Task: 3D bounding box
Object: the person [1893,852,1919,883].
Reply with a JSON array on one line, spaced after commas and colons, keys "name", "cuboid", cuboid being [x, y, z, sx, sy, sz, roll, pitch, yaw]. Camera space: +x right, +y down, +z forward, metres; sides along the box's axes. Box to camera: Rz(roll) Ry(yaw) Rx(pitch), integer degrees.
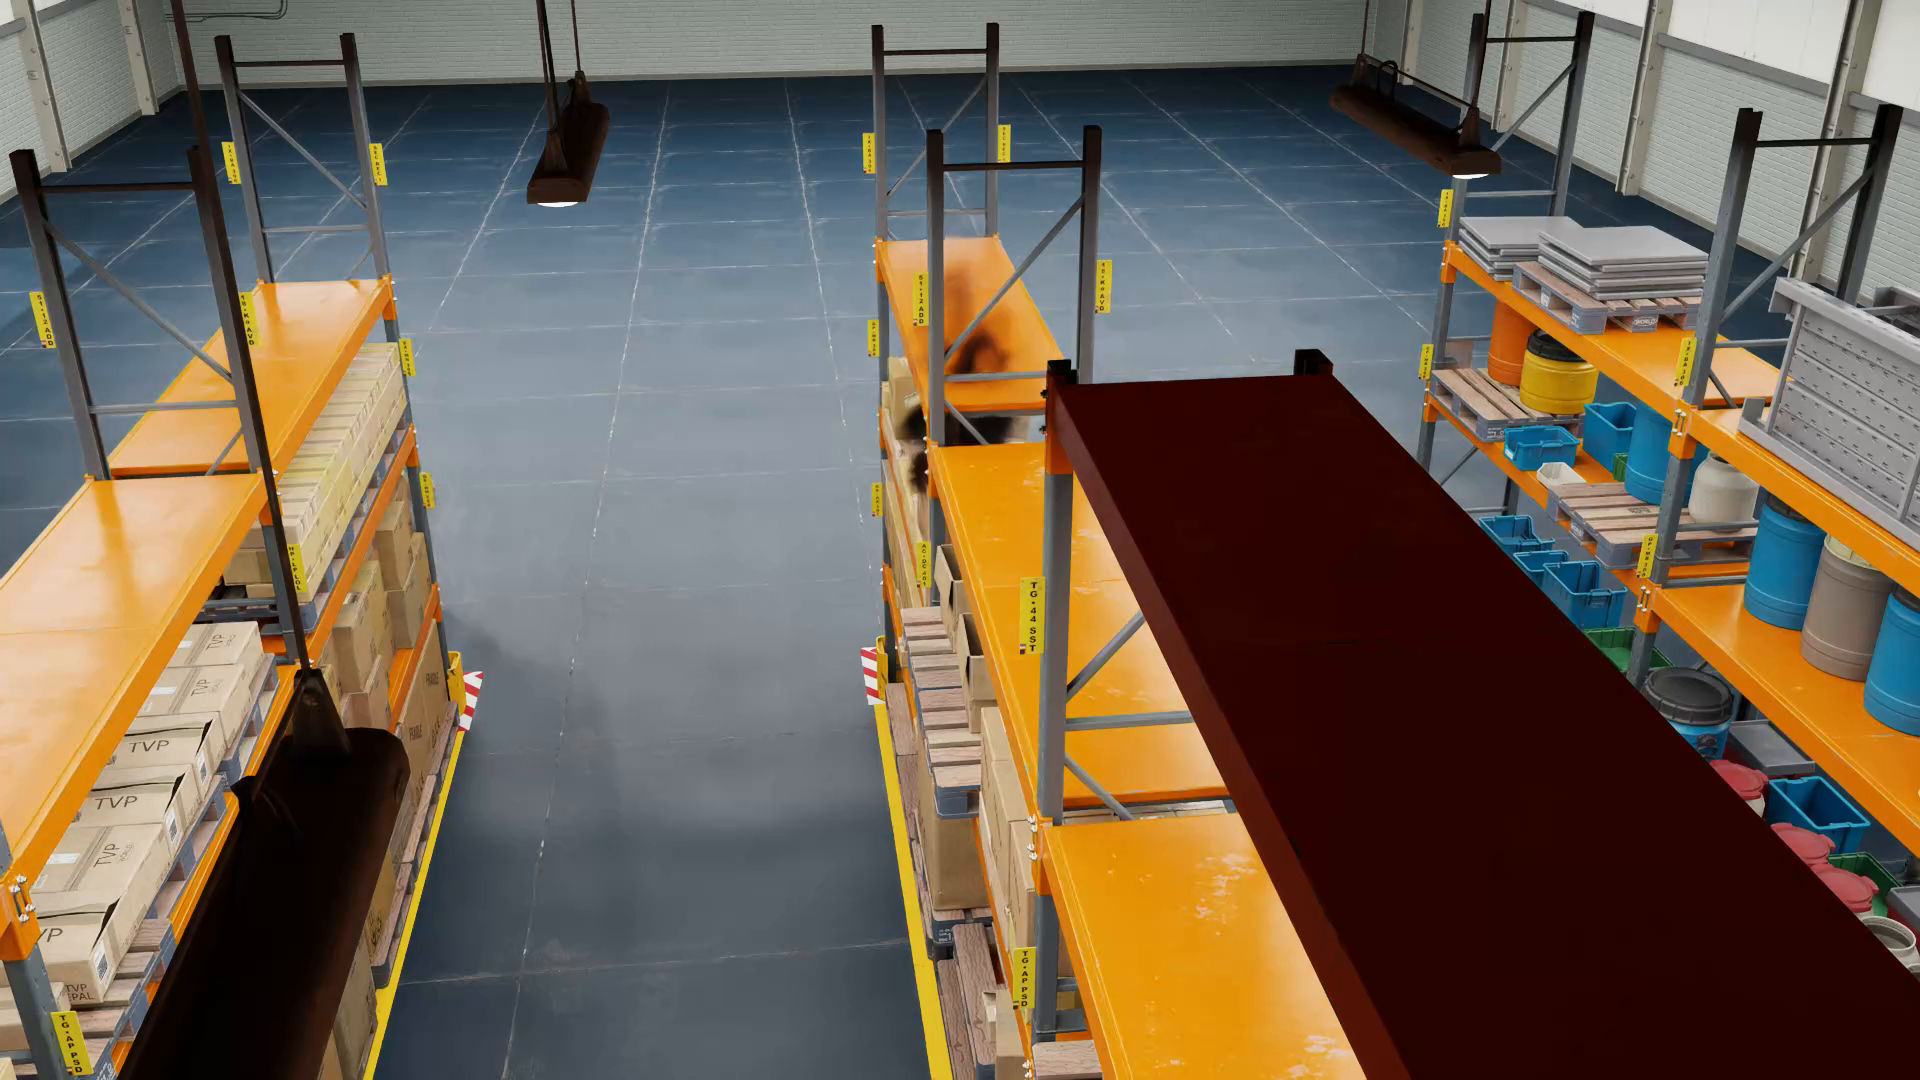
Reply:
[{"name": "person", "cuboid": [7.332, 2.001, 12.356, 0.549, 1.760, 0.767, -9, 27, -17]}]
